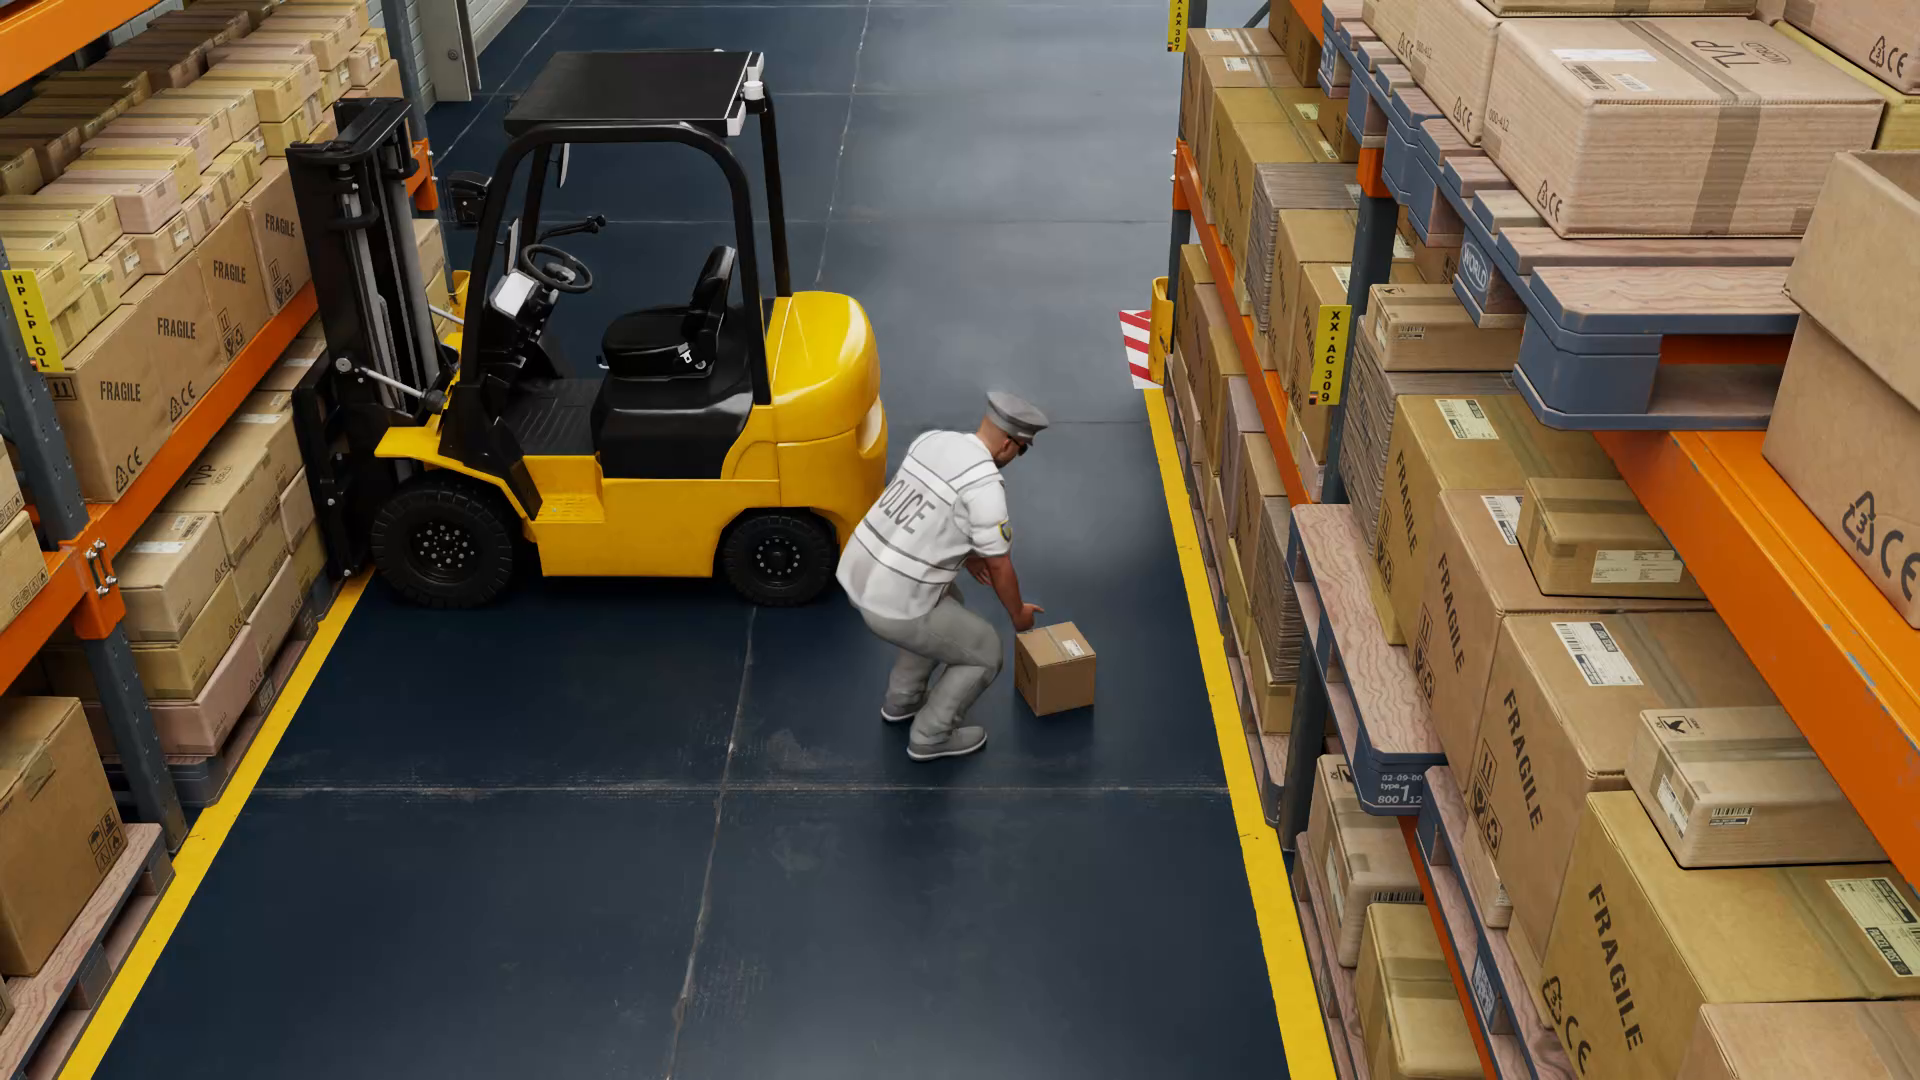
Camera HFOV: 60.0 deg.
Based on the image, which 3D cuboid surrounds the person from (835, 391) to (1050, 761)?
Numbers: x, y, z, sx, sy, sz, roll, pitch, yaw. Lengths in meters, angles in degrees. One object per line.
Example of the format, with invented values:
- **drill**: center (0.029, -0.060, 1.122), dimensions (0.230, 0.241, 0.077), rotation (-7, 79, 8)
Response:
- **person**: center (-0.060, 0.128, 6.282), dimensions (0.826, 1.381, 0.590), rotation (-13, 34, -21)
